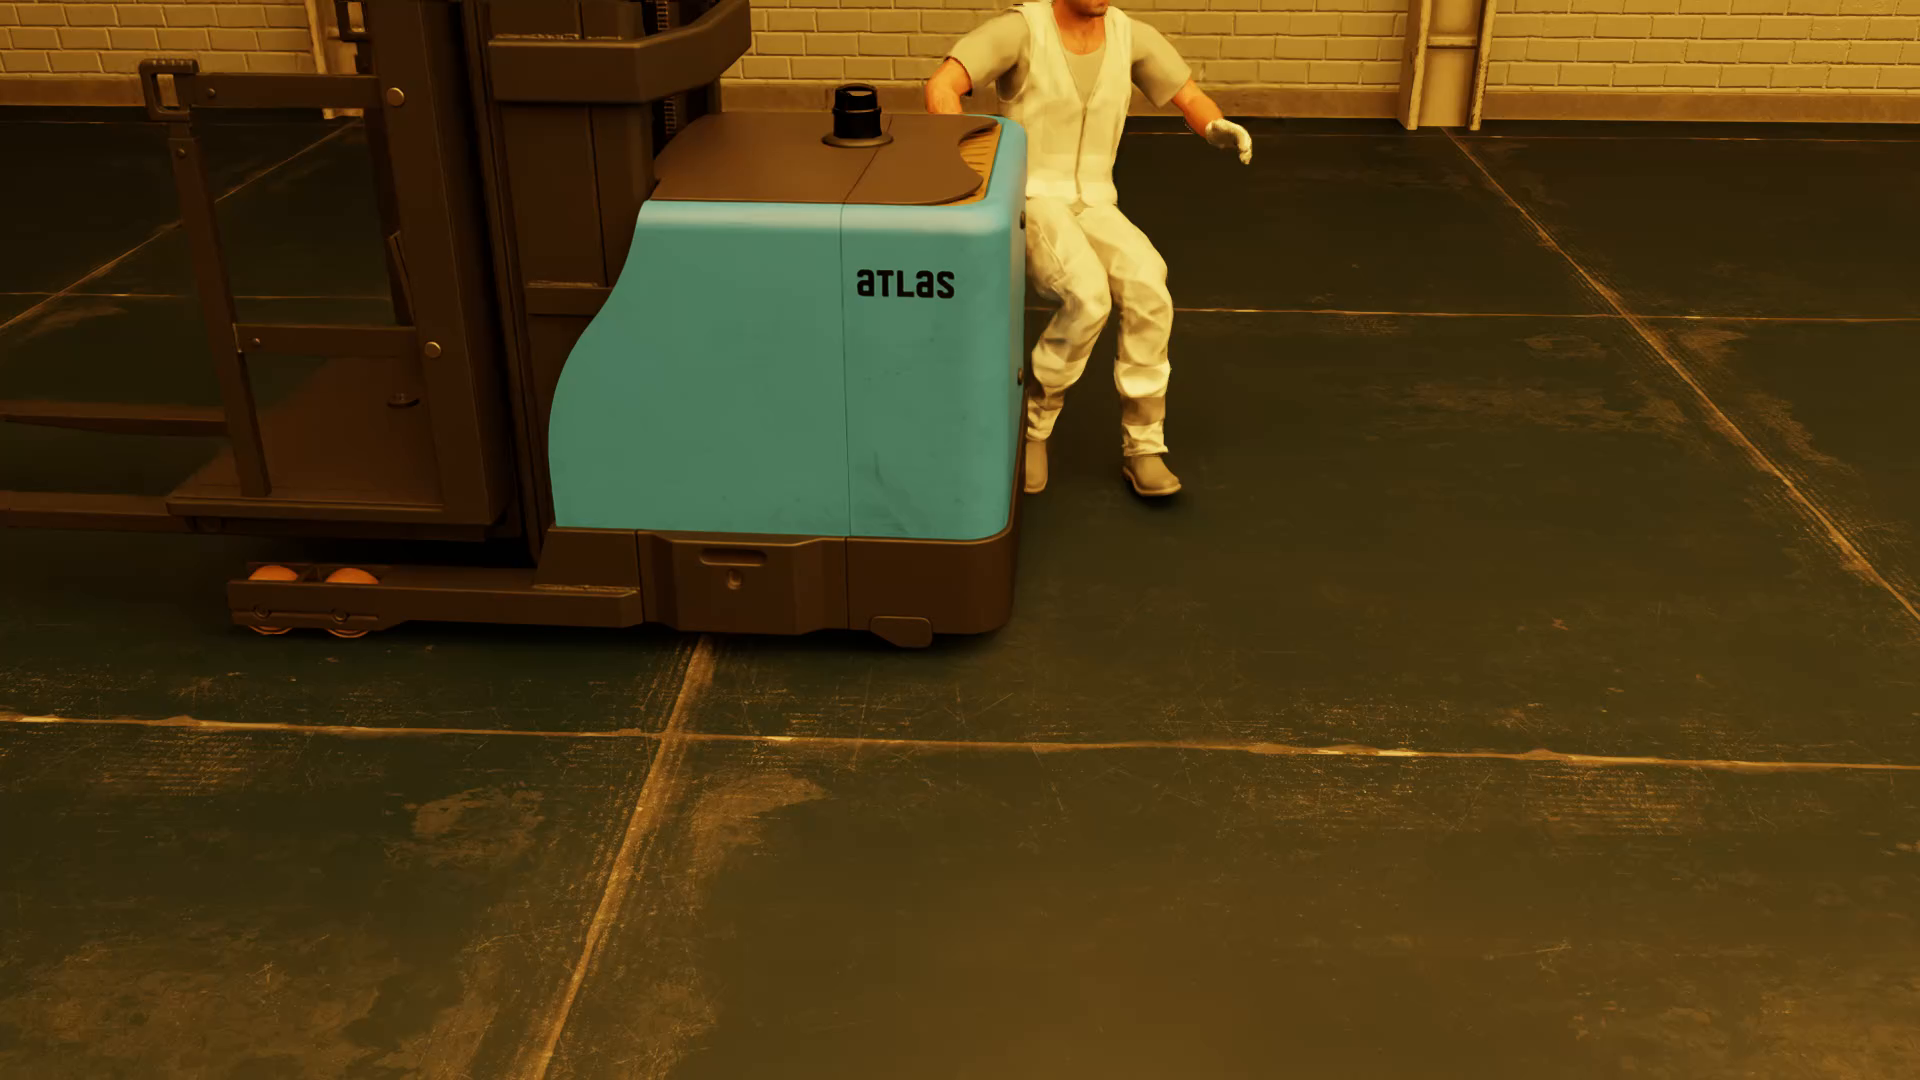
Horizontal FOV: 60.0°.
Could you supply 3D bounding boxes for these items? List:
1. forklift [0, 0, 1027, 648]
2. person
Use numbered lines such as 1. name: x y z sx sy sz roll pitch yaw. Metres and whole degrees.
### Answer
1. forklift: -1.355 -1.307 3.858 3.031 2.935 1.130 2 26 4
2. person: 0.399 -0.967 4.685 0.902 1.487 0.862 -15 30 -27
